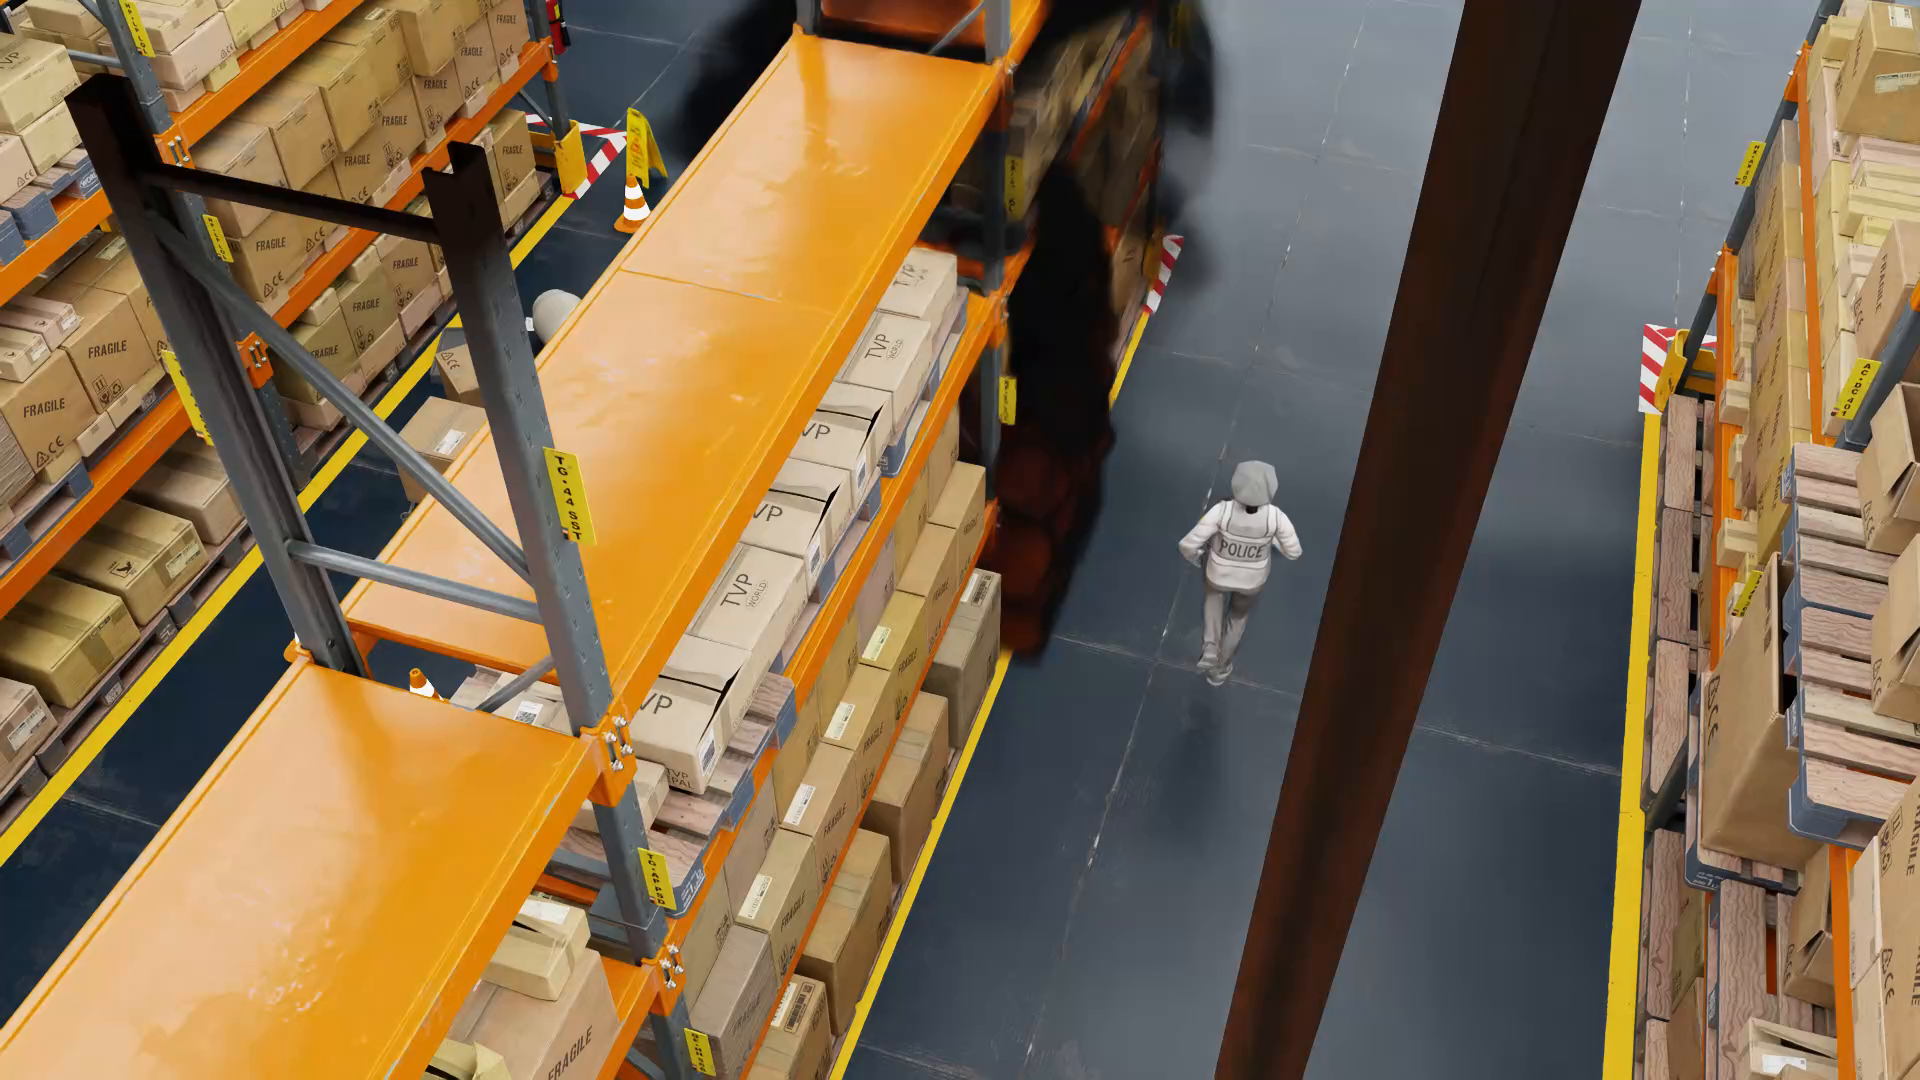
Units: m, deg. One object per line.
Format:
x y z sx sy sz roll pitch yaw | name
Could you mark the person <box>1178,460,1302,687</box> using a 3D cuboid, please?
1.561 0.147 9.430 0.681 1.688 0.463 6 46 6 | person
